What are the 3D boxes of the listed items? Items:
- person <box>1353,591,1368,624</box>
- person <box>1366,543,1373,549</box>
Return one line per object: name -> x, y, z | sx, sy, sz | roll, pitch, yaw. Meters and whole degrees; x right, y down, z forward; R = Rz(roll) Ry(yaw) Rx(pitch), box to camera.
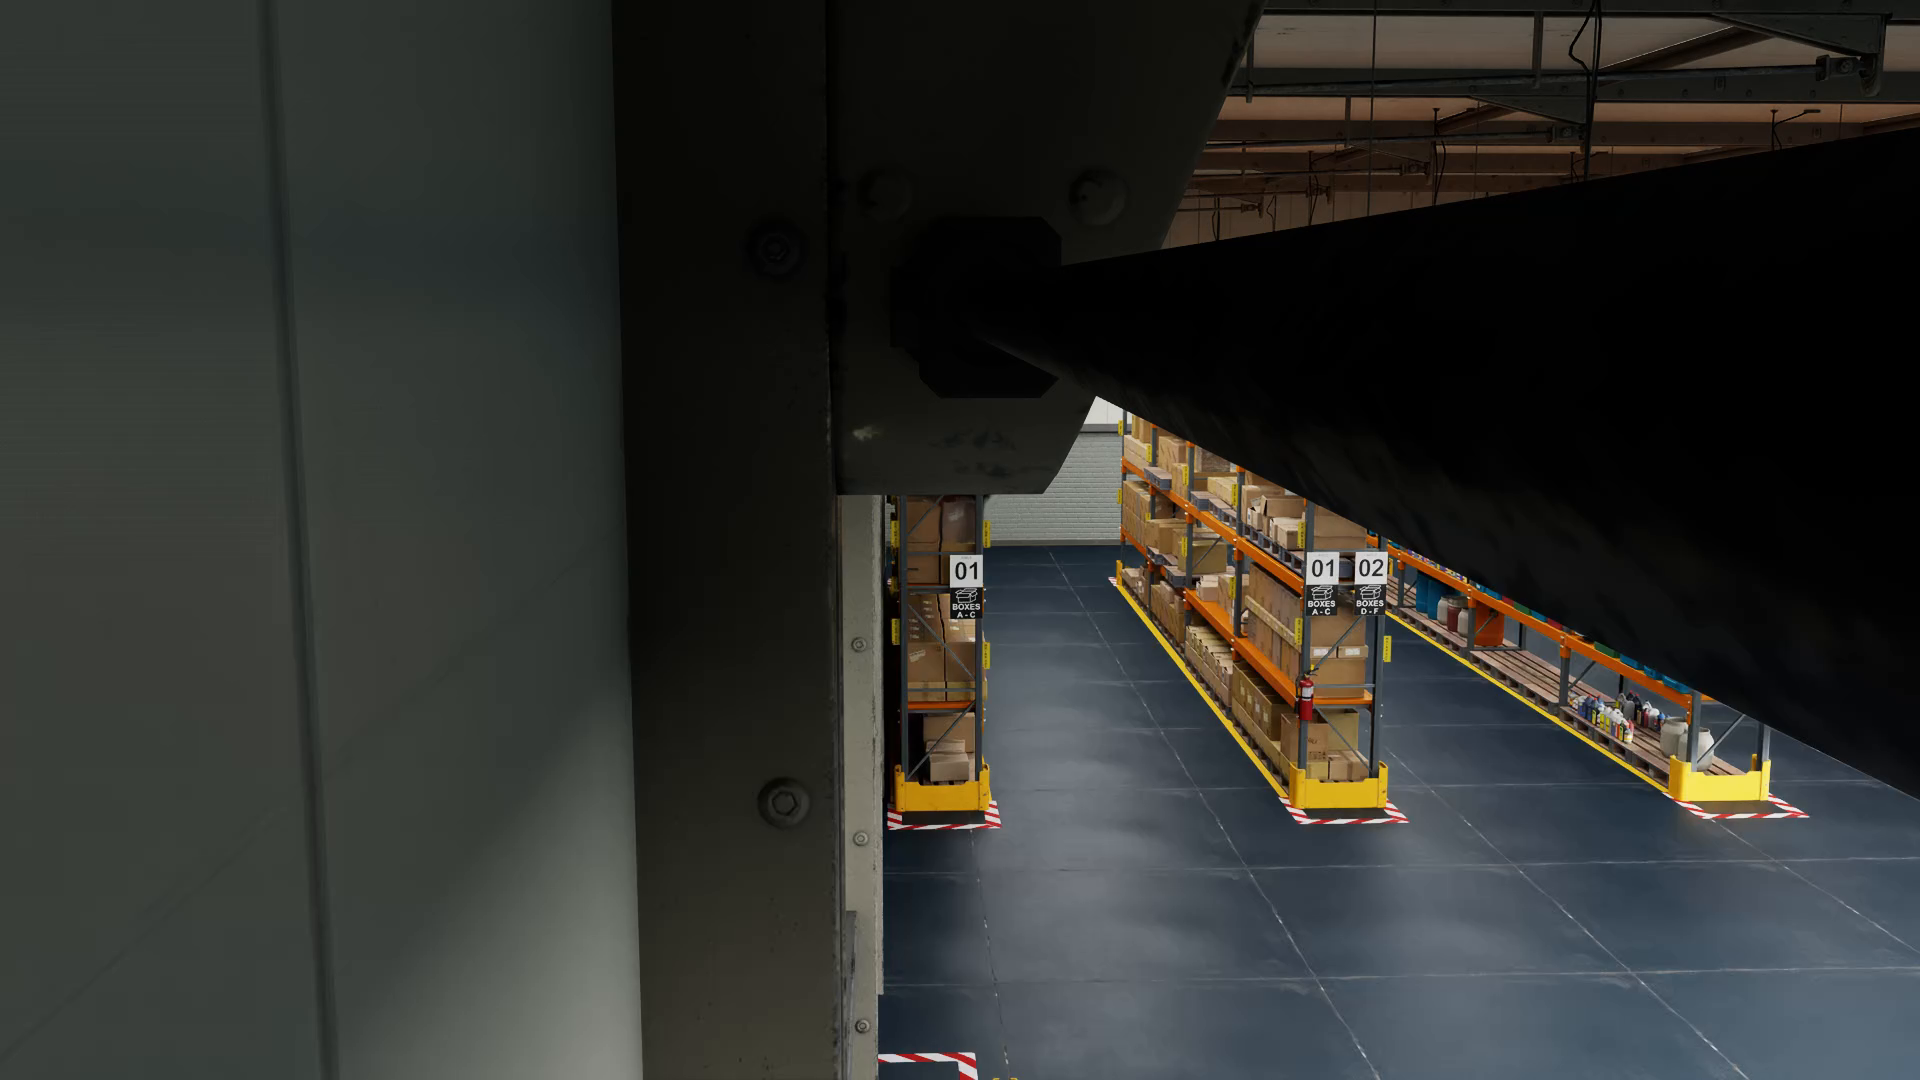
person -> 6.428, 1.537, 27.451 | 0.565, 1.591, 0.705 | -3, 9, -20
person -> 9.527, -0.108, 38.501 | 1.004, 1.394, 0.577 | 2, 9, 15
